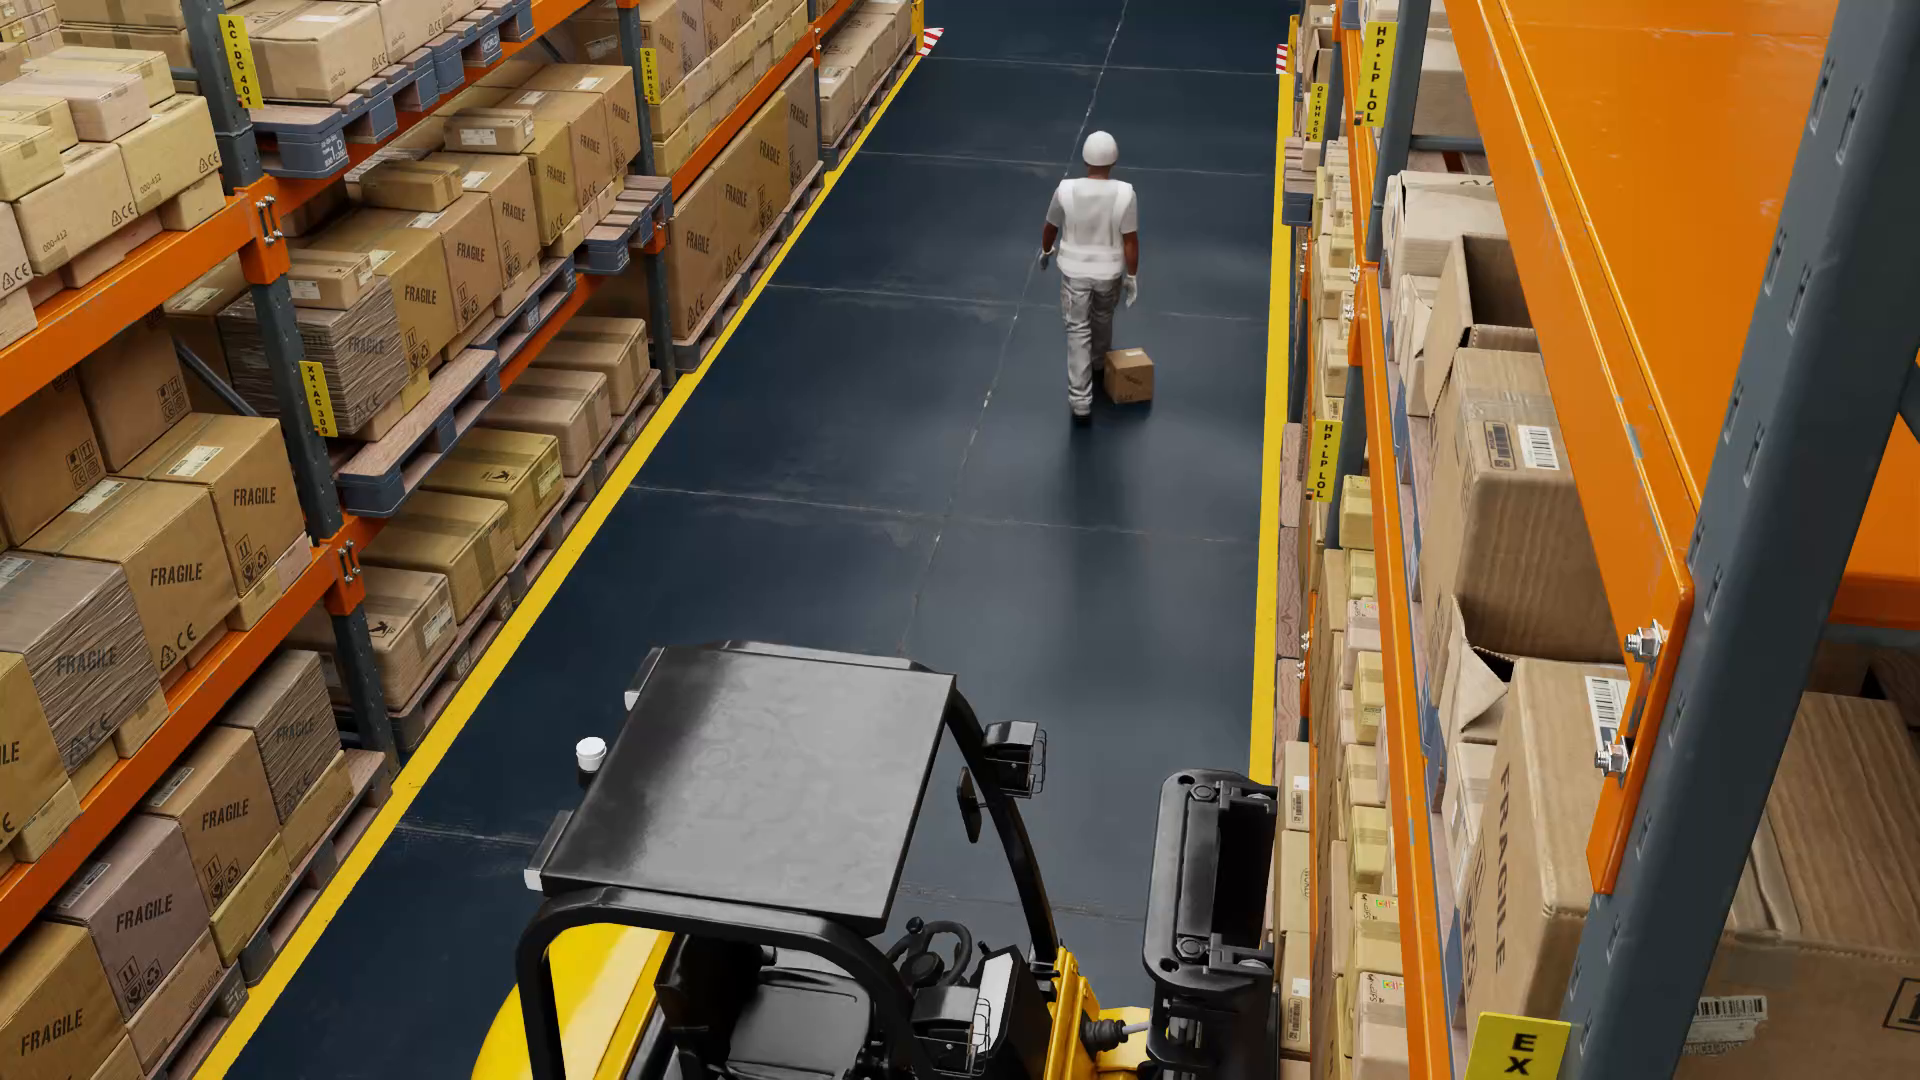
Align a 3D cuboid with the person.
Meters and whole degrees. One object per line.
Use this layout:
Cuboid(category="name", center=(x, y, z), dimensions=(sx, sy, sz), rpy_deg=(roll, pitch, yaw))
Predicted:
Cuboid(category="person", center=(0.796, -1.730, 10.376), dimensions=(0.589, 1.734, 1.061), rpy_deg=(0, 32, -1))
